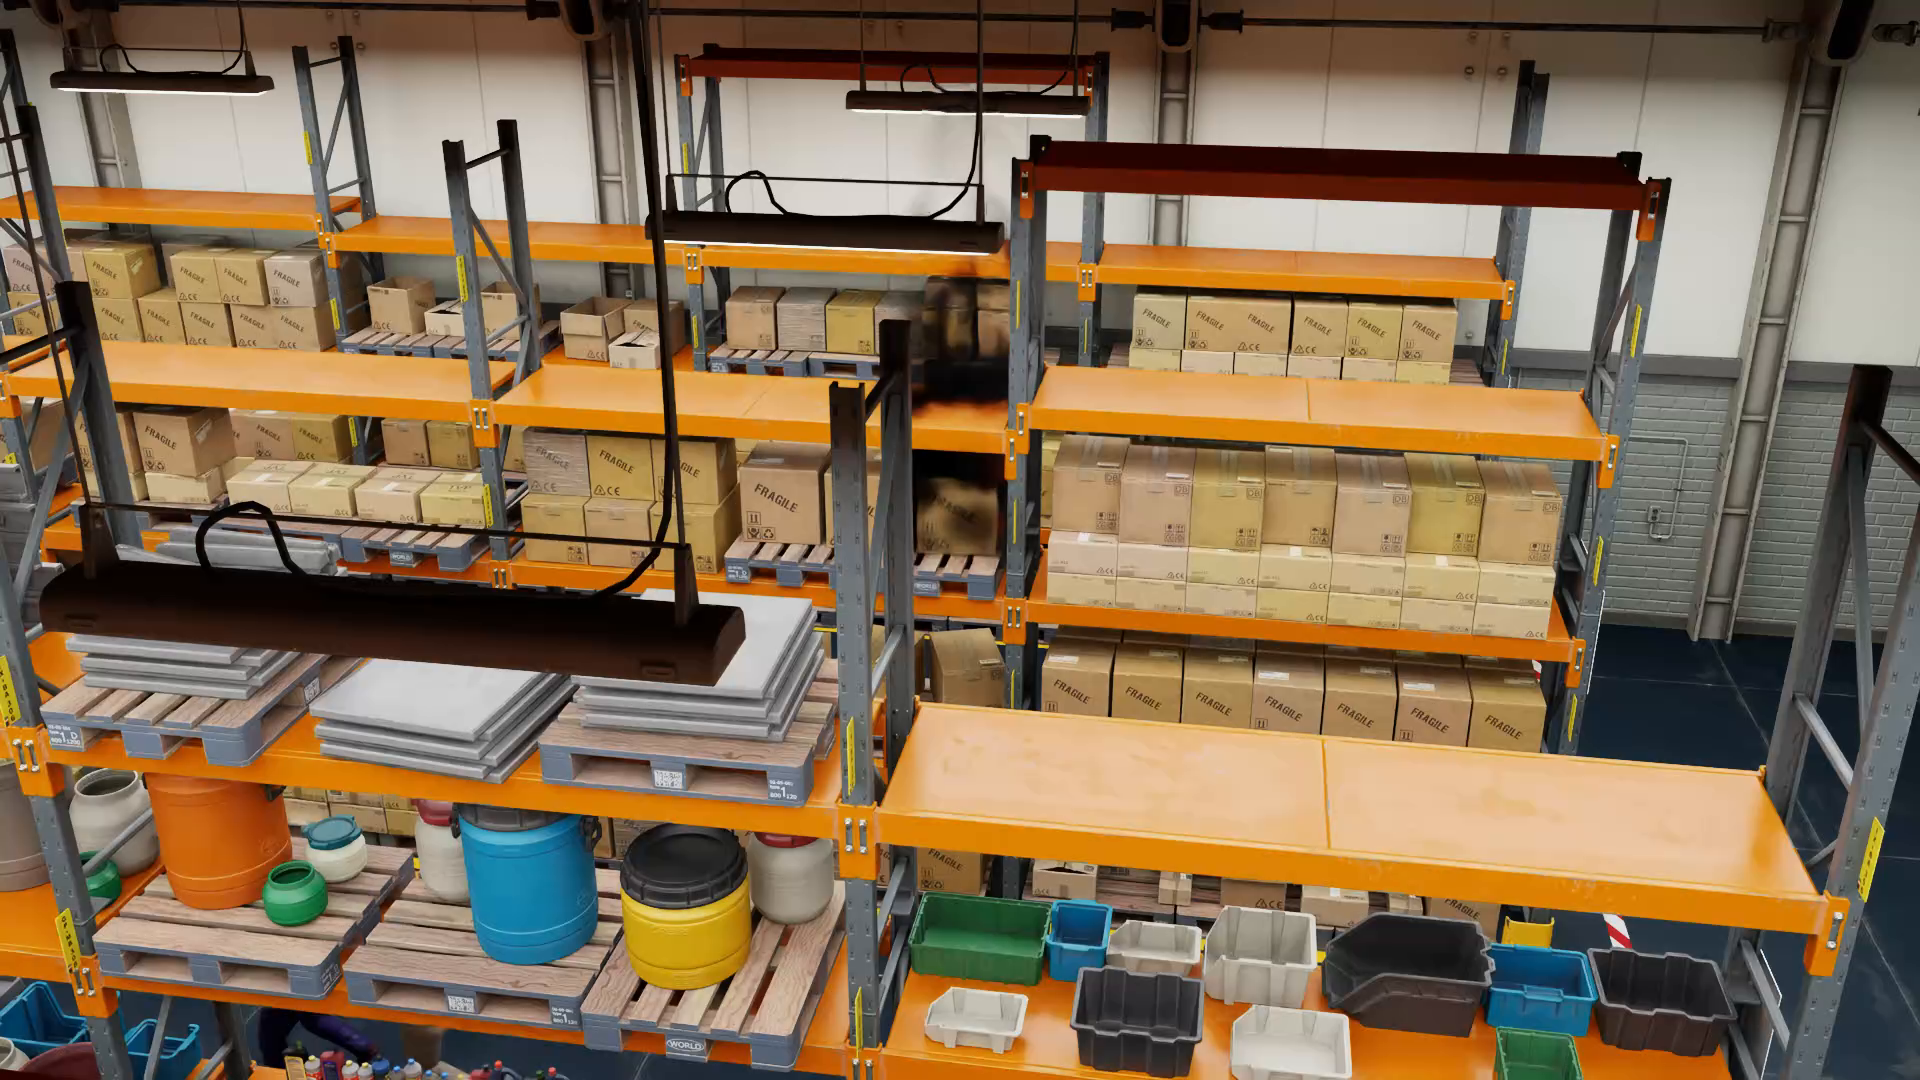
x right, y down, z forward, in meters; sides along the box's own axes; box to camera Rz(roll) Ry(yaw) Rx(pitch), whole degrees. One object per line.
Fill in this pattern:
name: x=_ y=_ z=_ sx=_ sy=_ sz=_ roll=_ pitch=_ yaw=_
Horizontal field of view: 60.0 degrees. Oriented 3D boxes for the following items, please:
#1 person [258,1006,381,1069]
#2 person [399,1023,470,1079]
person: x=-4.447 y=3.026 z=11.136 sx=0.917 sy=1.612 sz=0.614 roll=2 pitch=23 yaw=5
person: x=-3.405 y=3.127 z=10.831 sx=0.805 sy=1.739 sz=0.661 roll=6 pitch=24 yaw=14
